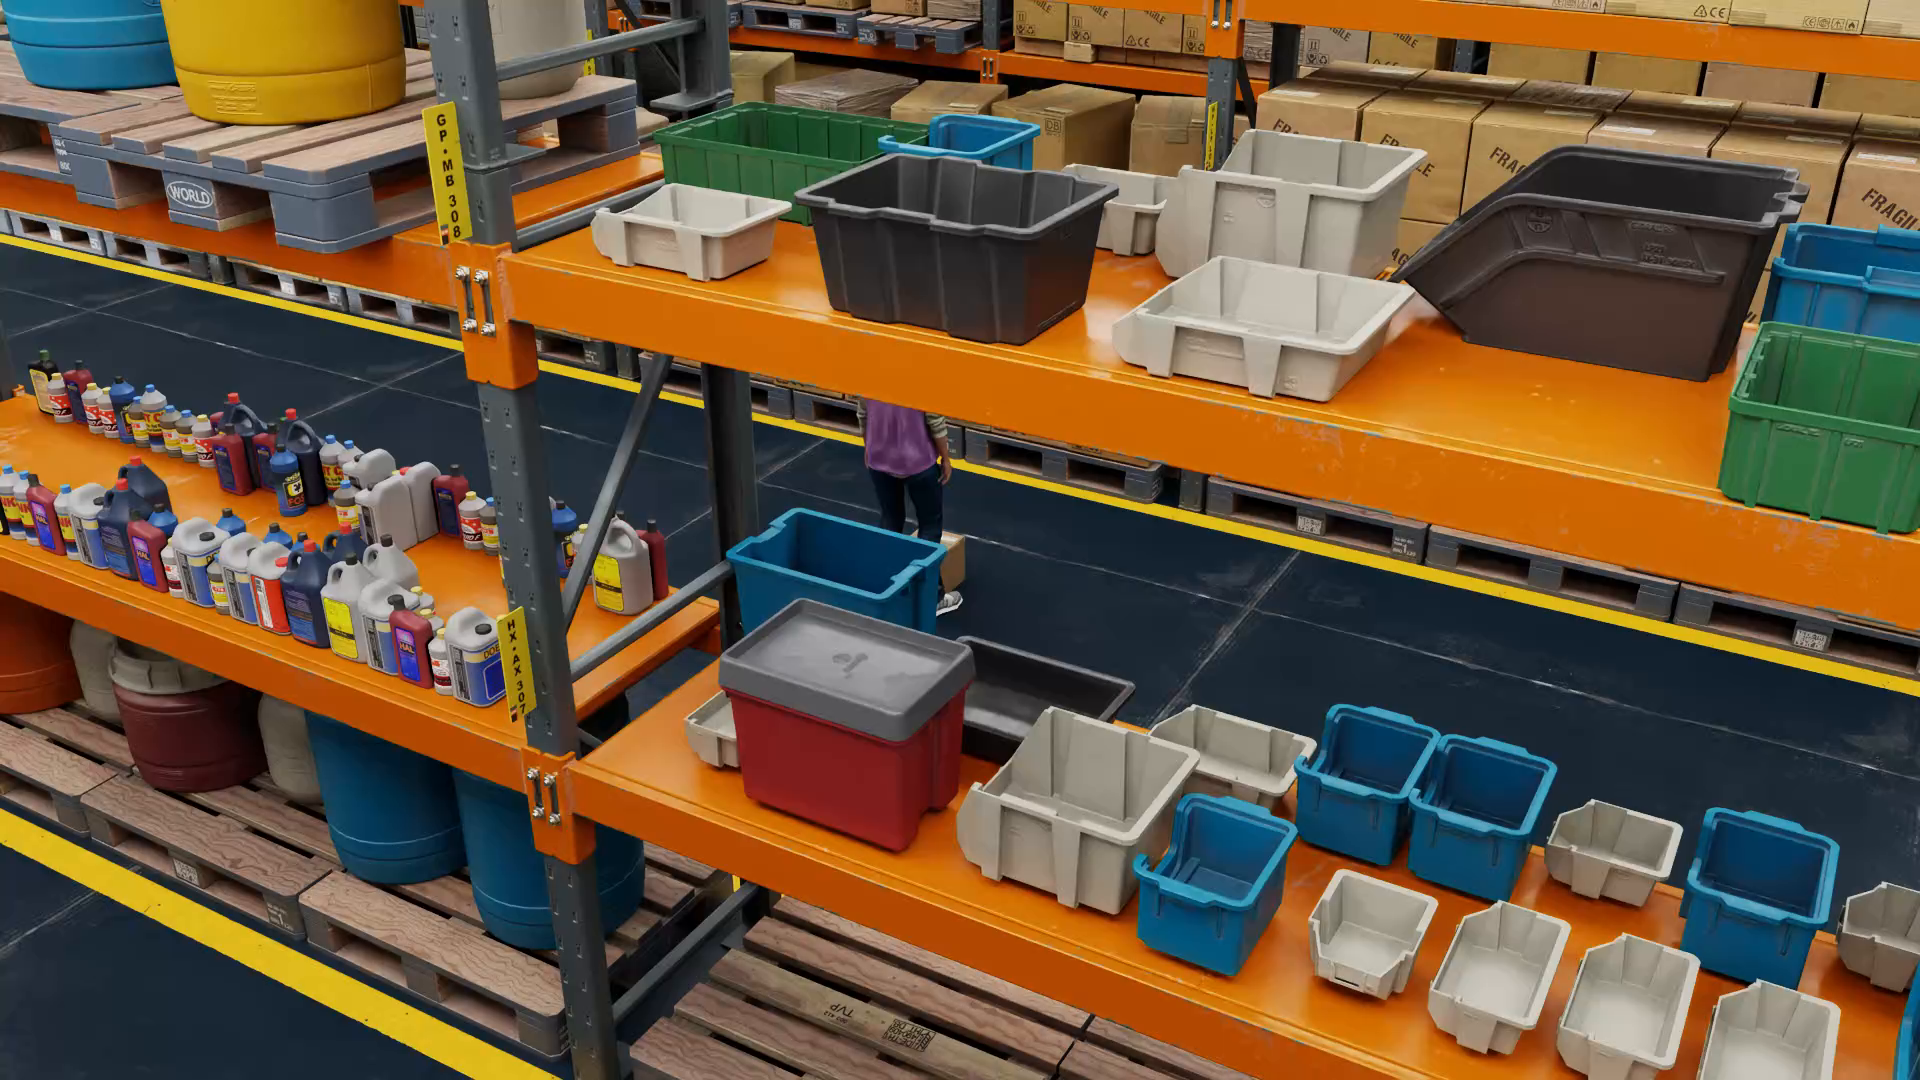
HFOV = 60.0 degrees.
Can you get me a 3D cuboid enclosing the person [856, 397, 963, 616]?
[{"bbox_3d":[-0.256,-0.385,7.888,0.478,1.592,0.345,13,29,23],"label":"person"}]
